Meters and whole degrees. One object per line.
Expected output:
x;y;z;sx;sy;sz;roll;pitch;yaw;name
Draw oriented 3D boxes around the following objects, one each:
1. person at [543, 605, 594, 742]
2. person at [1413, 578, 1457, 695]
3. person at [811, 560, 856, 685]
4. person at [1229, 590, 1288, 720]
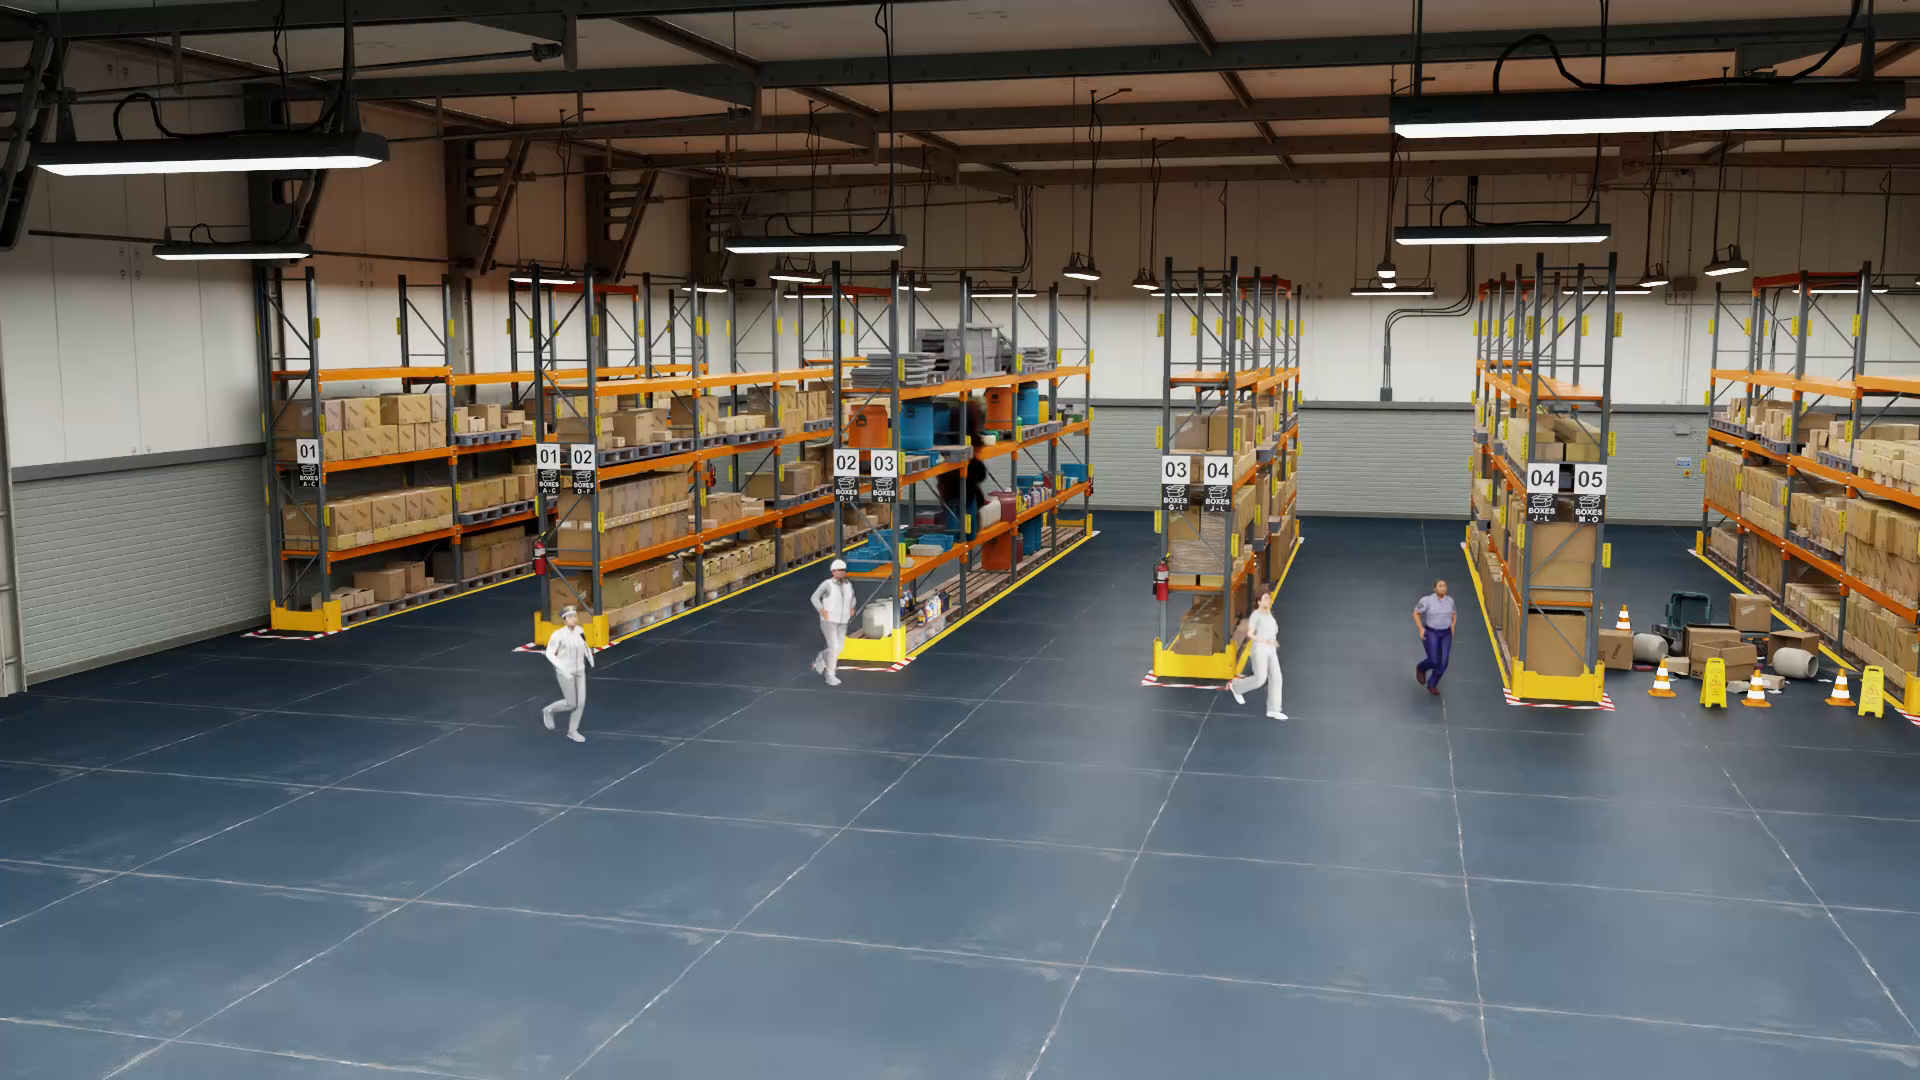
-4.796;1.614;20.396;0.606;1.674;0.617;6;9;40;person
6.575;1.328;22.902;0.593;1.607;0.537;-1;7;-9;person
-1.793;1.145;23.771;0.715;1.744;0.742;-6;9;-38;person
3.896;1.462;21.520;0.567;1.659;0.881;-7;10;-44;person
